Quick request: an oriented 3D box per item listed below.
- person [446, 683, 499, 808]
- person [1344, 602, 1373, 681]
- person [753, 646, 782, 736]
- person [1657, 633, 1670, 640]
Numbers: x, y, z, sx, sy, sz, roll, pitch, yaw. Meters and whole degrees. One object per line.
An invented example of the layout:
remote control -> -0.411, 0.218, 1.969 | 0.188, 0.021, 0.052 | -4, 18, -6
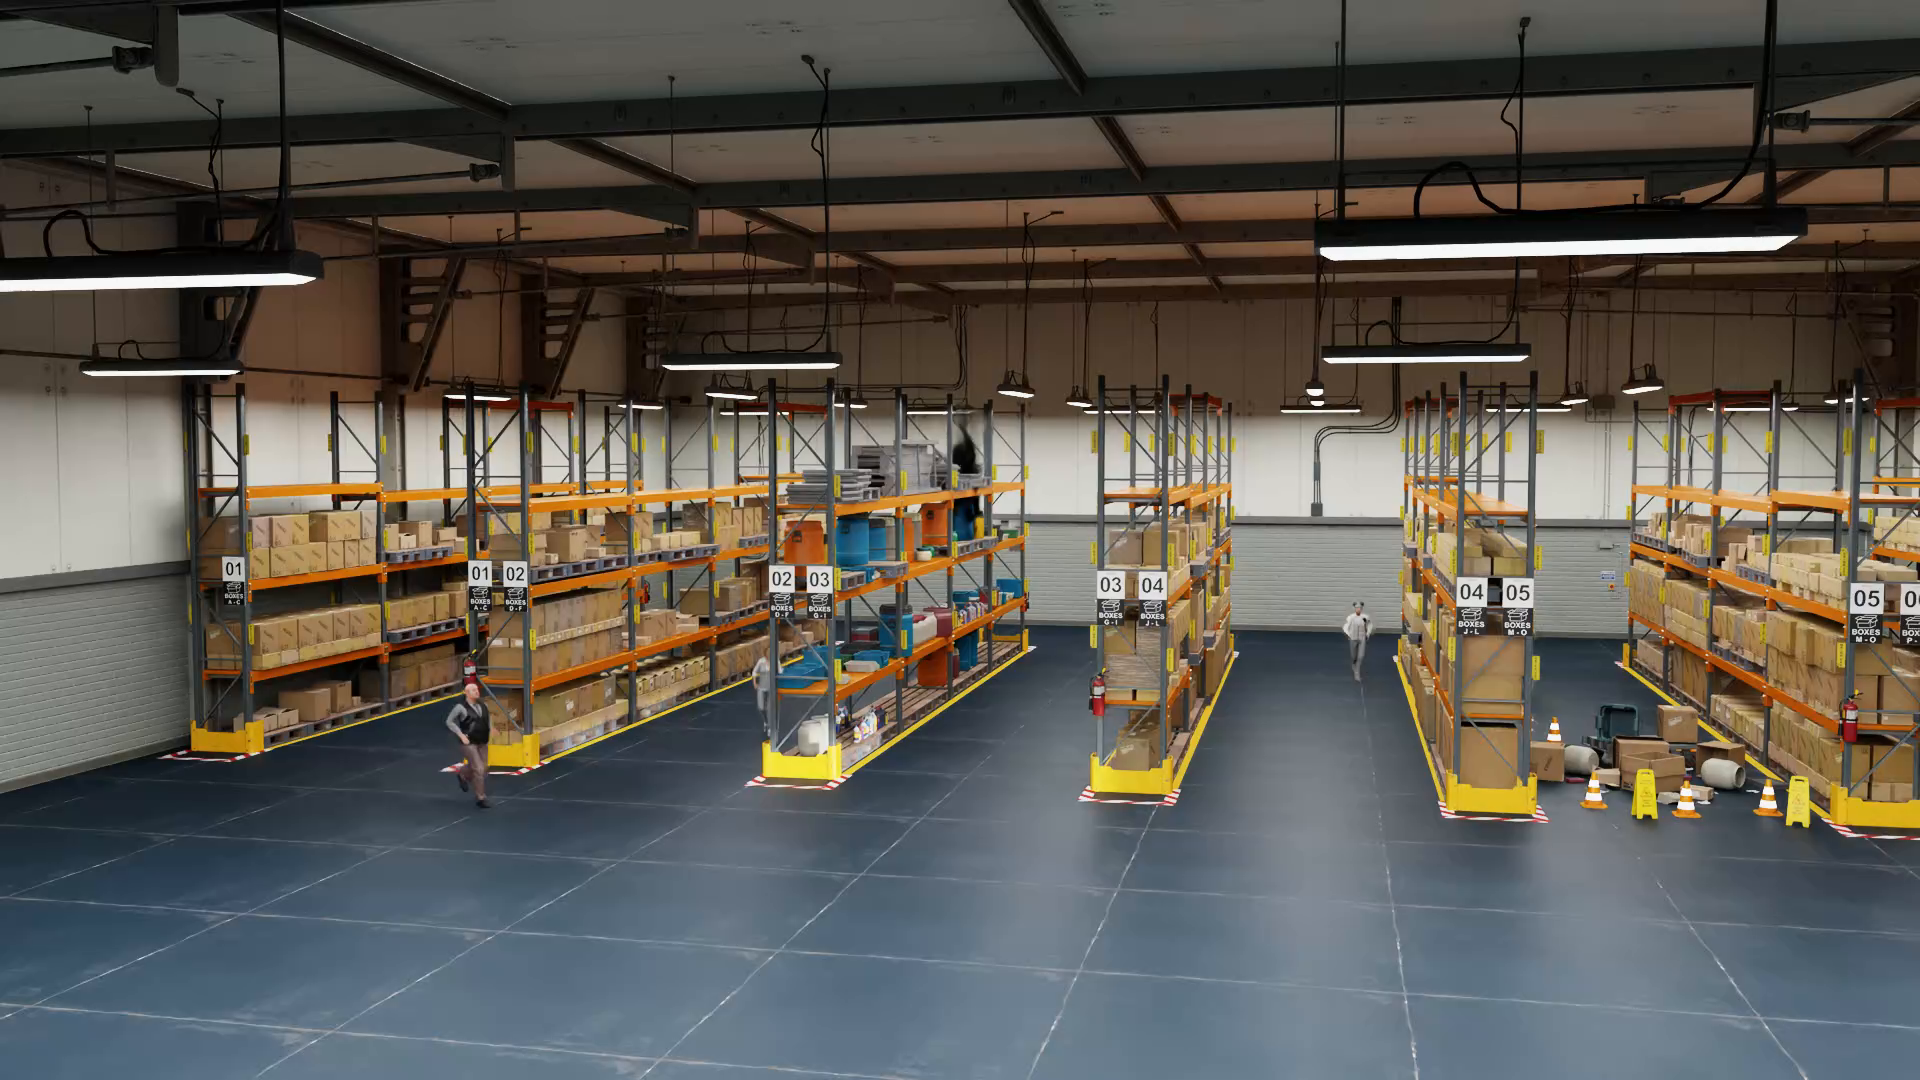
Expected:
person -> -6.790, 2.844, 23.121 | 0.810, 1.711, 0.662 | 2, 4, 35
person -> 8.539, 2.154, 35.646 | 0.627, 1.698, 0.761 | 1, 3, 11
person -> -3.307, 2.594, 28.539 | 0.548, 1.561, 0.505 | 0, 3, 0
person -> 16.417, 1.949, 38.445 | 0.775, 1.722, 0.573 | -2, 4, -35
